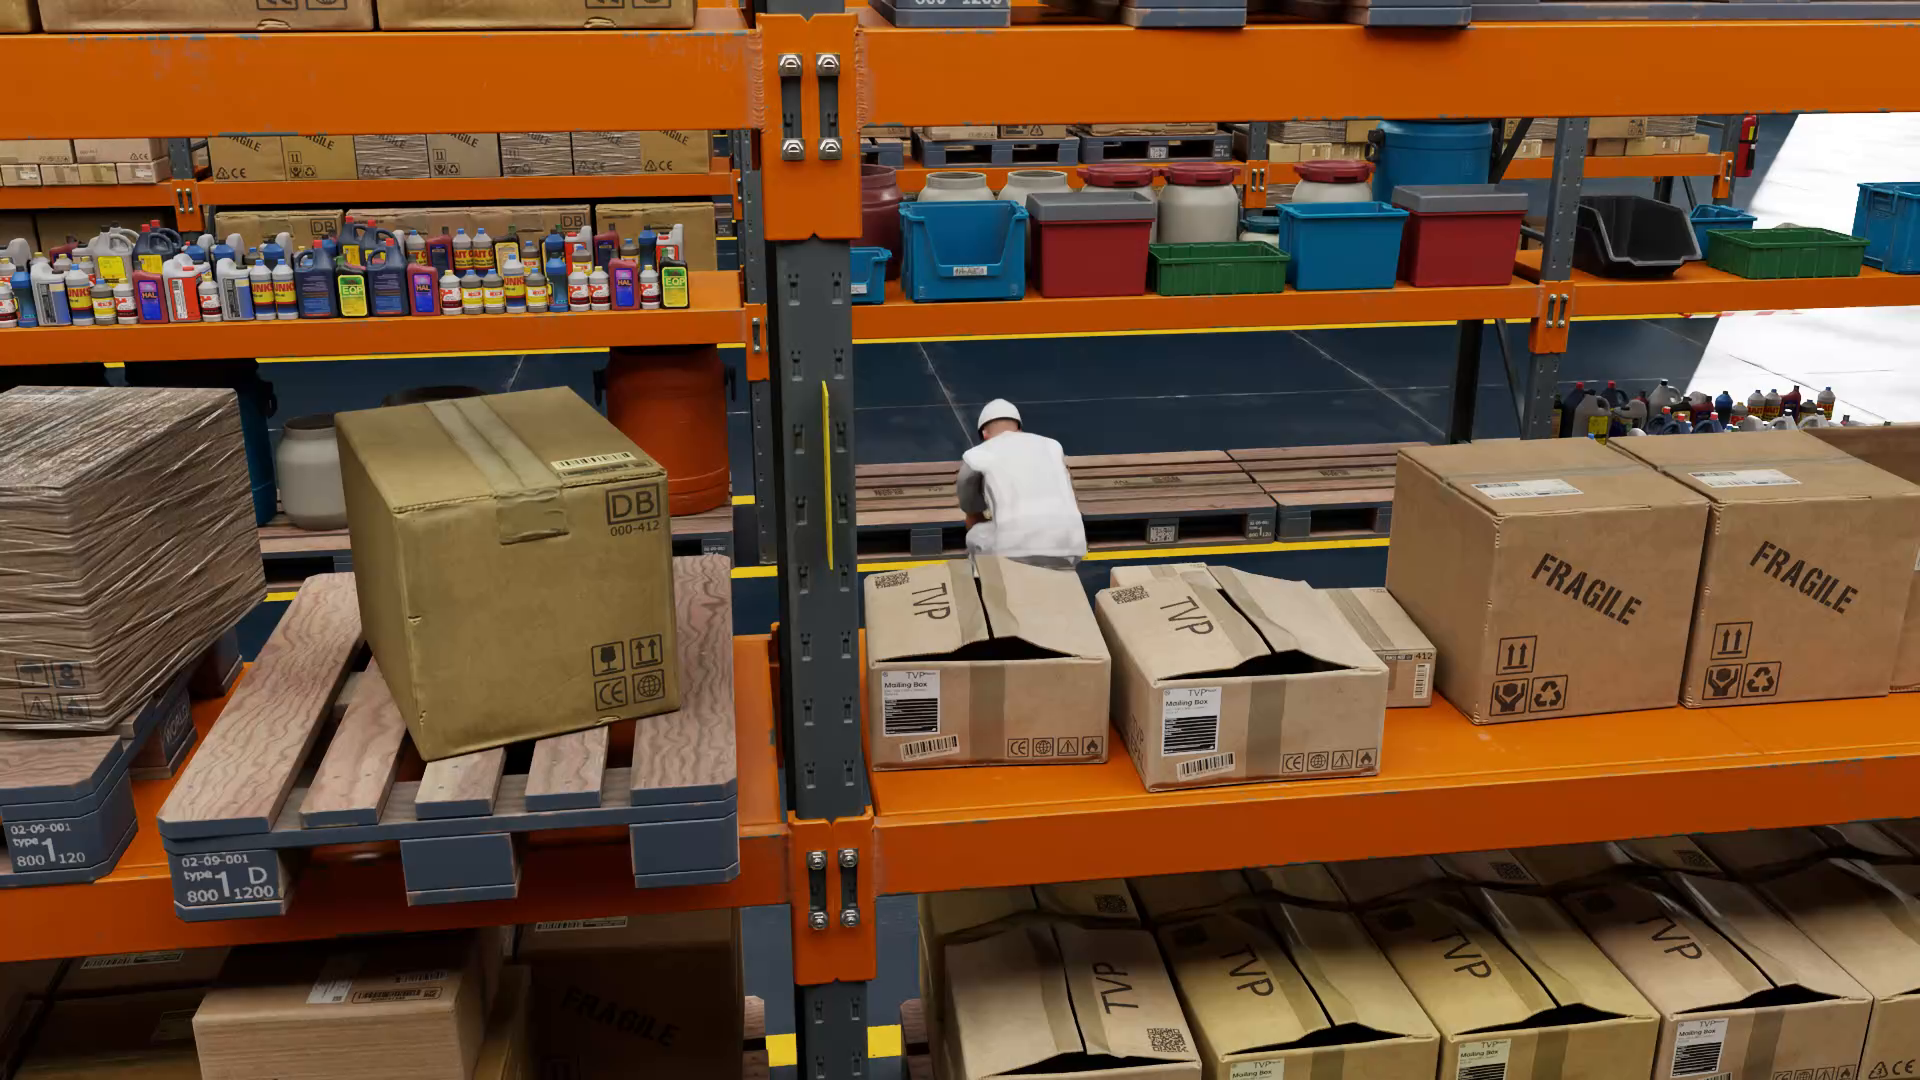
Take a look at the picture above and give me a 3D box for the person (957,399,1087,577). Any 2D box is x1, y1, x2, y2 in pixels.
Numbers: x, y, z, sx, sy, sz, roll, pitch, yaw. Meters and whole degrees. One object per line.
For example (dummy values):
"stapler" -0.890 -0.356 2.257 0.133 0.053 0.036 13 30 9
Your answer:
"person" 0.268 -0.067 7.405 0.542 0.997 0.896 -3 20 -9
